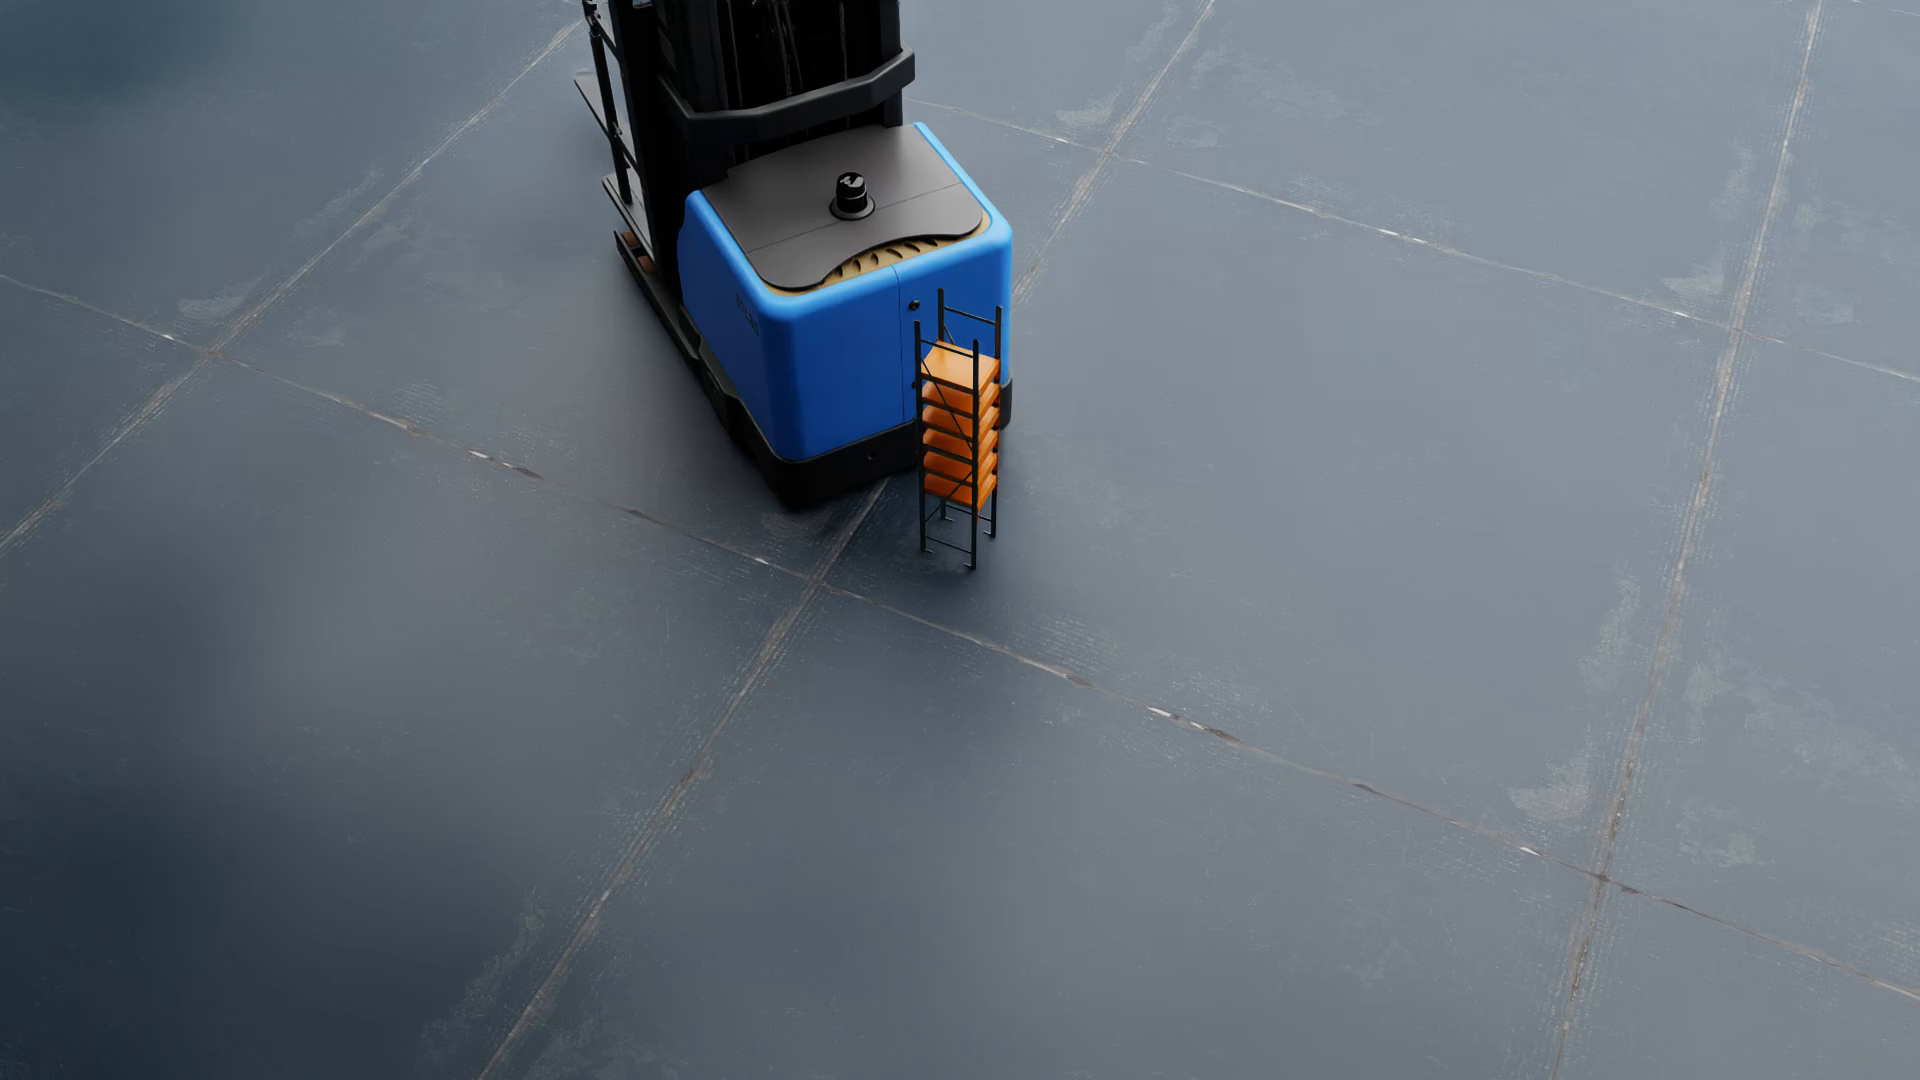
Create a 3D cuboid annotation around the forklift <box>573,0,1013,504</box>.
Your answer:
[{"bbox_3d":[-0.917,-2.222,6.531,1.130,2.935,3.031,-22,53,-17],"label":"forklift"}]

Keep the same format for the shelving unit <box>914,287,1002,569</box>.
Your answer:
[{"bbox_3d":[-0.006,-0.379,6.100,0.258,1.200,0.189,20,52,16],"label":"shelving unit"}]

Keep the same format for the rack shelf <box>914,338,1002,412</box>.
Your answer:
[{"bbox_3d":[-0.006,-0.583,5.859,0.258,0.103,0.180,20,52,16],"label":"rack shelf"}]

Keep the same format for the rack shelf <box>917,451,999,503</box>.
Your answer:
[{"bbox_3d":[-0.006,-0.272,6.225,0.258,0.103,0.180,20,52,16],"label":"rack shelf"}]

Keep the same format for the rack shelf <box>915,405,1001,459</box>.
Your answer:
[{"bbox_3d":[-0.006,-0.428,6.042,0.258,0.103,0.180,20,52,16],"label":"rack shelf"}]

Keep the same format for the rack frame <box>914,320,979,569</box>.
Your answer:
[{"bbox_3d":[-0.045,-0.316,6.046,0.240,1.200,0.006,20,52,16],"label":"rack frame"}]

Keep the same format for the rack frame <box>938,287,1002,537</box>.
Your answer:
[{"bbox_3d":[0.033,-0.442,6.153,0.240,1.200,0.006,20,52,16],"label":"rack frame"}]

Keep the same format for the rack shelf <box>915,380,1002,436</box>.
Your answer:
[{"bbox_3d":[-0.006,-0.506,5.951,0.258,0.103,0.180,20,52,16],"label":"rack shelf"}]

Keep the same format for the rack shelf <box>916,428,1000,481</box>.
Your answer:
[{"bbox_3d":[-0.006,-0.350,6.134,0.258,0.103,0.180,20,52,16],"label":"rack shelf"}]

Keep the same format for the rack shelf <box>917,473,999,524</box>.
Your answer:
[{"bbox_3d":[-0.006,-0.195,6.316,0.258,0.103,0.180,20,52,16],"label":"rack shelf"}]
